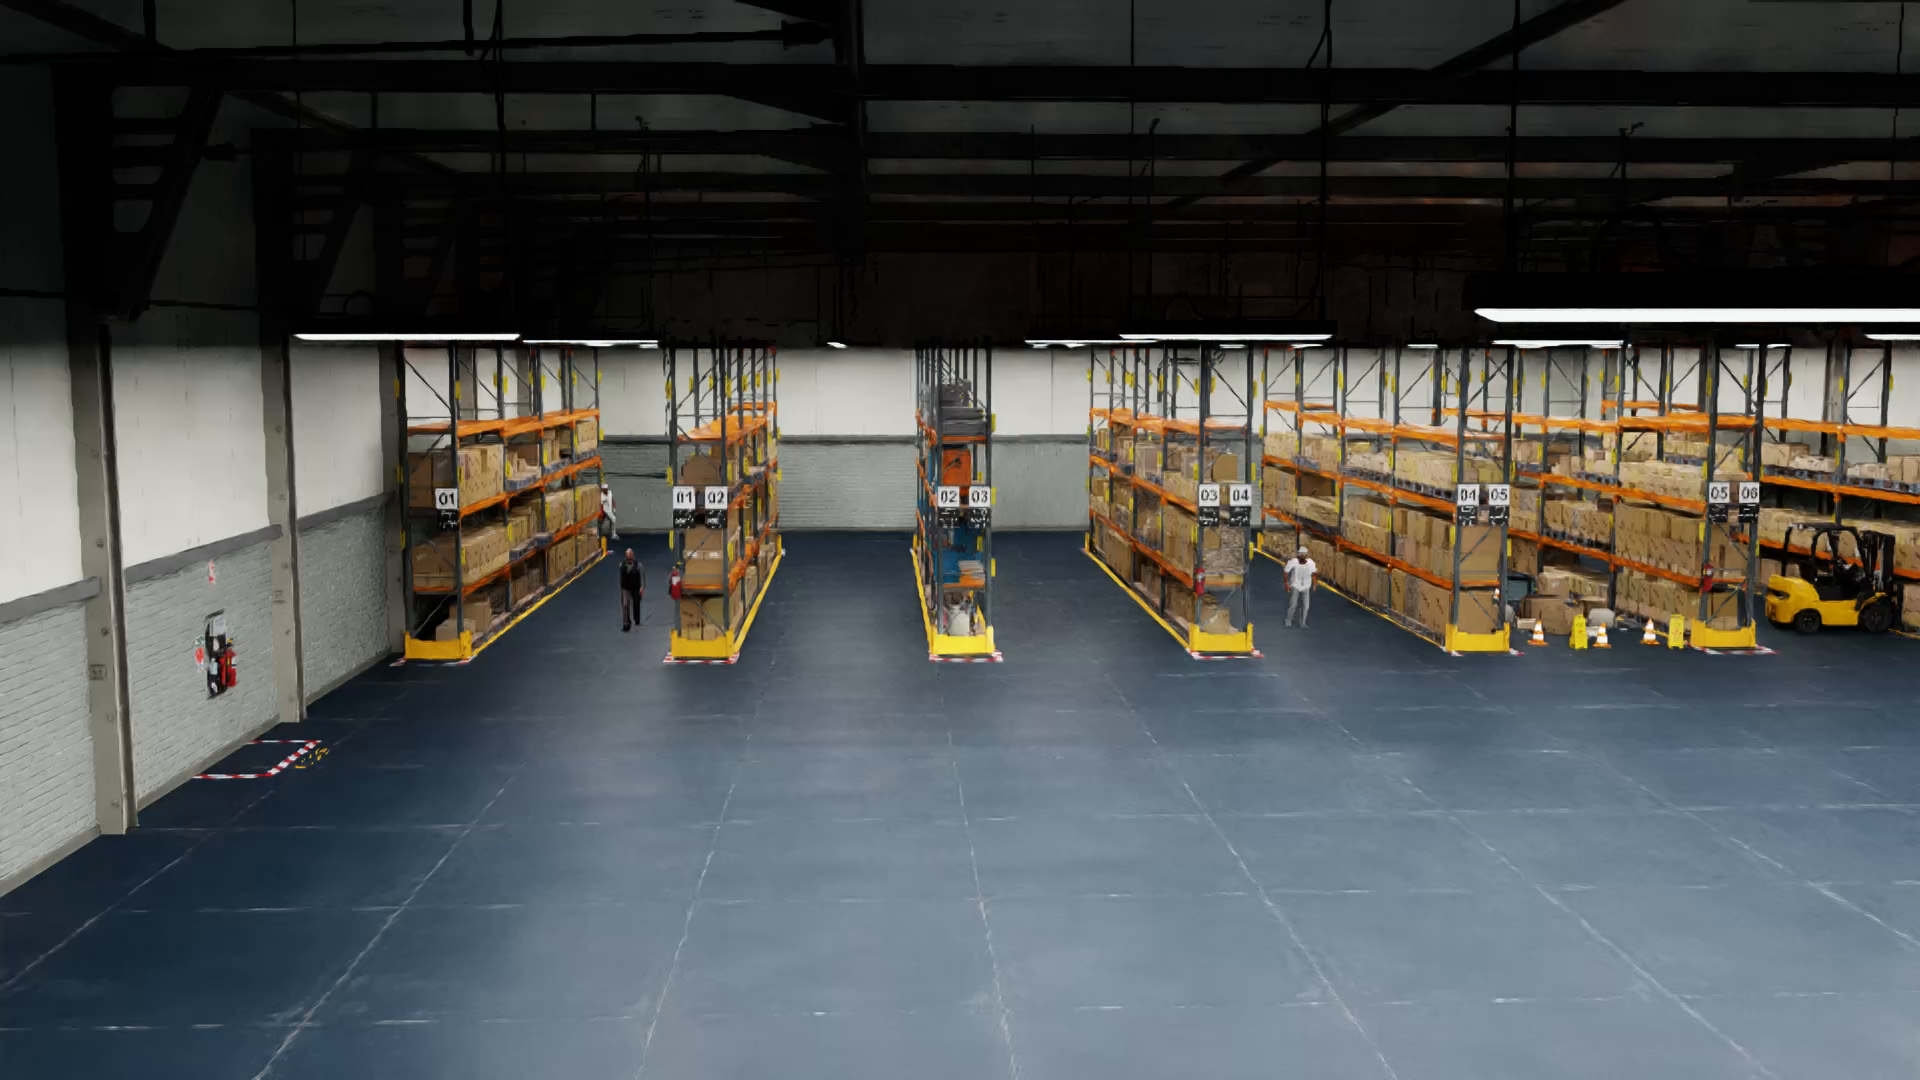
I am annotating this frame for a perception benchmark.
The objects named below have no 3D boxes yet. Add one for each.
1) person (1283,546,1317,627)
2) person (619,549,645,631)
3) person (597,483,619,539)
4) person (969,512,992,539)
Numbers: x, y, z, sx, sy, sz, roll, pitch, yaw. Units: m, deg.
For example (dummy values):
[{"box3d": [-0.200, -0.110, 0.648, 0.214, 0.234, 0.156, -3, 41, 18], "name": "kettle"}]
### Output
[{"box3d": [7.052, 0.969, 34.477, 0.719, 1.713, 0.578, 0, 7, -4], "name": "person"}, {"box3d": [-6.756, 1.006, 34.284, 0.553, 1.669, 1.030, 0, 7, -4], "name": "person"}, {"box3d": [-10.779, -0.879, 50.529, 0.691, 1.722, 0.777, -3, 7, -24], "name": "person"}, {"box3d": [0.507, -0.900, 50.437, 0.615, 1.770, 0.782, 5, 8, 37], "name": "person"}]
